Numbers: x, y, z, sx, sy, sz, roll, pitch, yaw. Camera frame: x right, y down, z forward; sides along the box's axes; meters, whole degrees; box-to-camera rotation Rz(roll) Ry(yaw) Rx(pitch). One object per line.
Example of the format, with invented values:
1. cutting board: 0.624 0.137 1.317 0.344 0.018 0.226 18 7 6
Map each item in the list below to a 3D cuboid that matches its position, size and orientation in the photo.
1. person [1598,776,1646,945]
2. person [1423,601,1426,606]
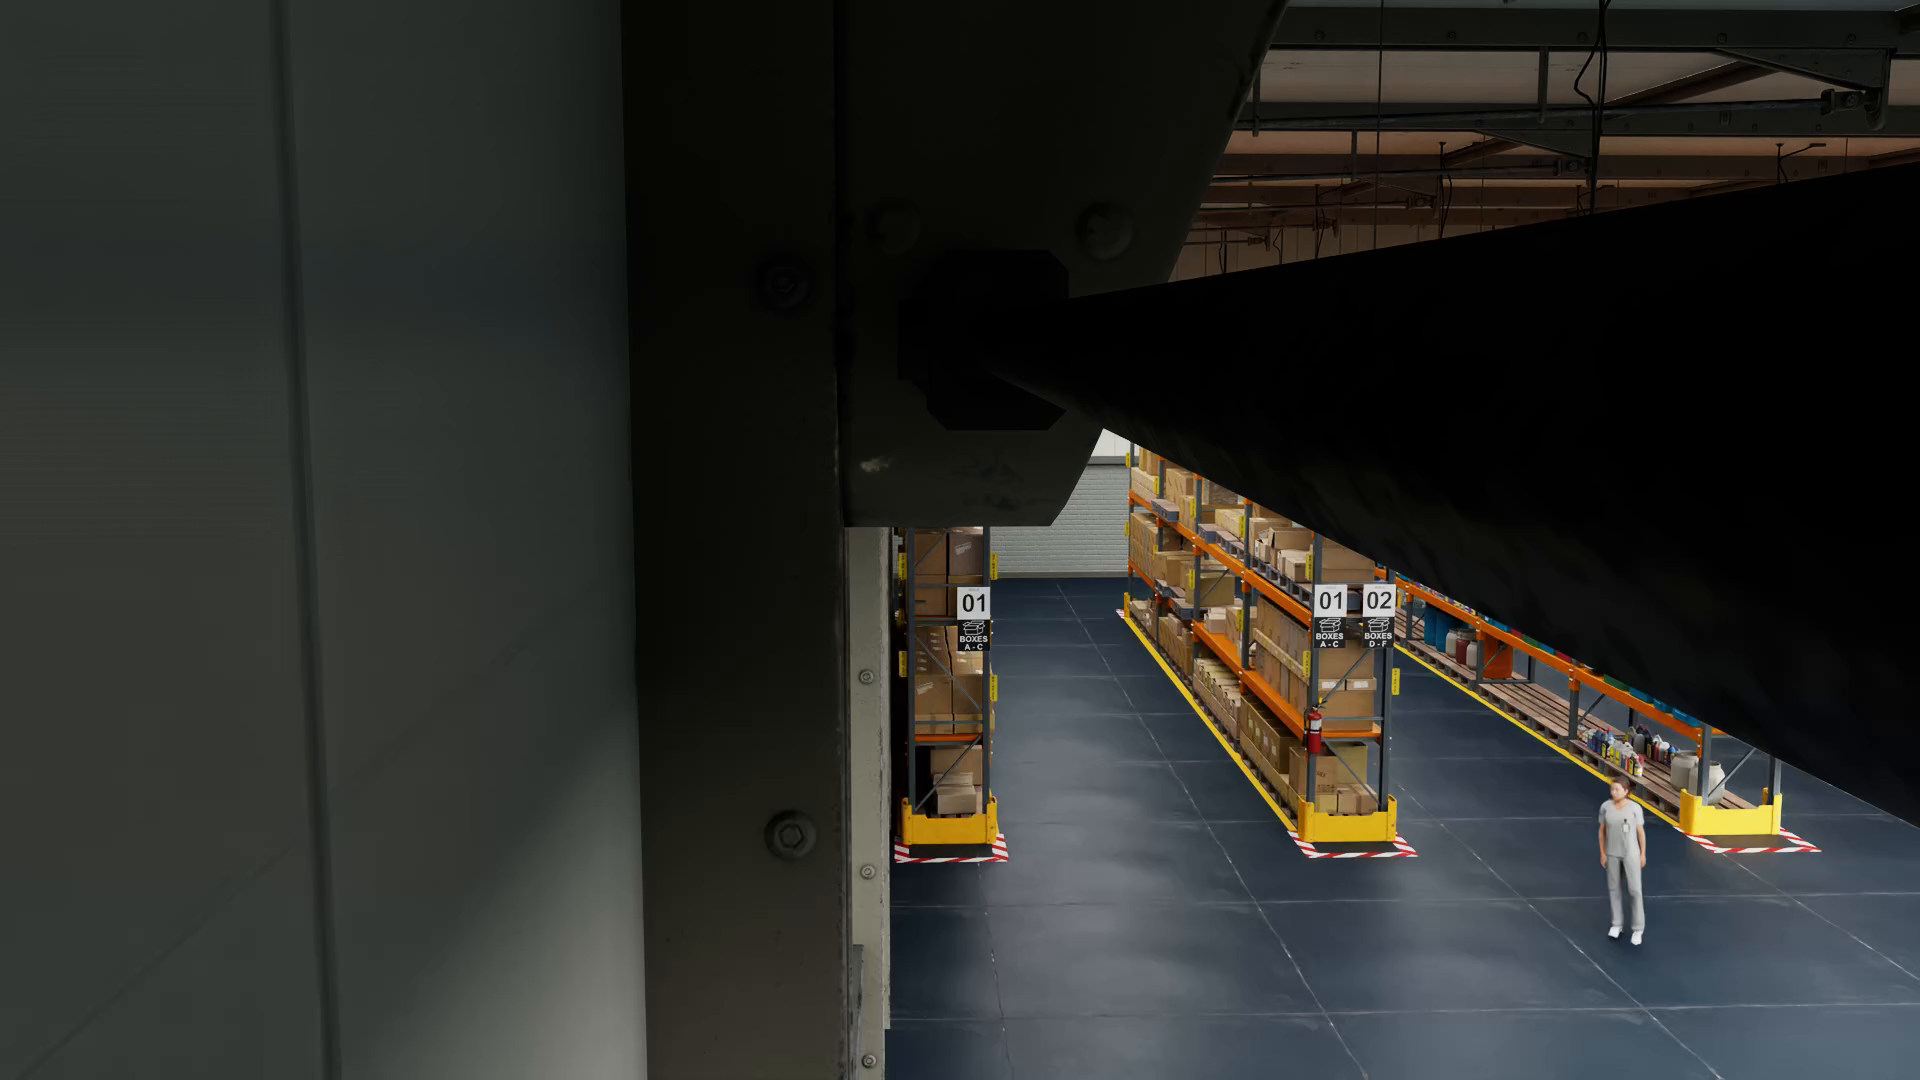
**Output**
1. person: 6.883 3.305 17.305 0.525 1.704 0.419 5 9 33
2. person: 10.770 0.706 37.004 0.679 1.728 1.058 -4 8 -27
